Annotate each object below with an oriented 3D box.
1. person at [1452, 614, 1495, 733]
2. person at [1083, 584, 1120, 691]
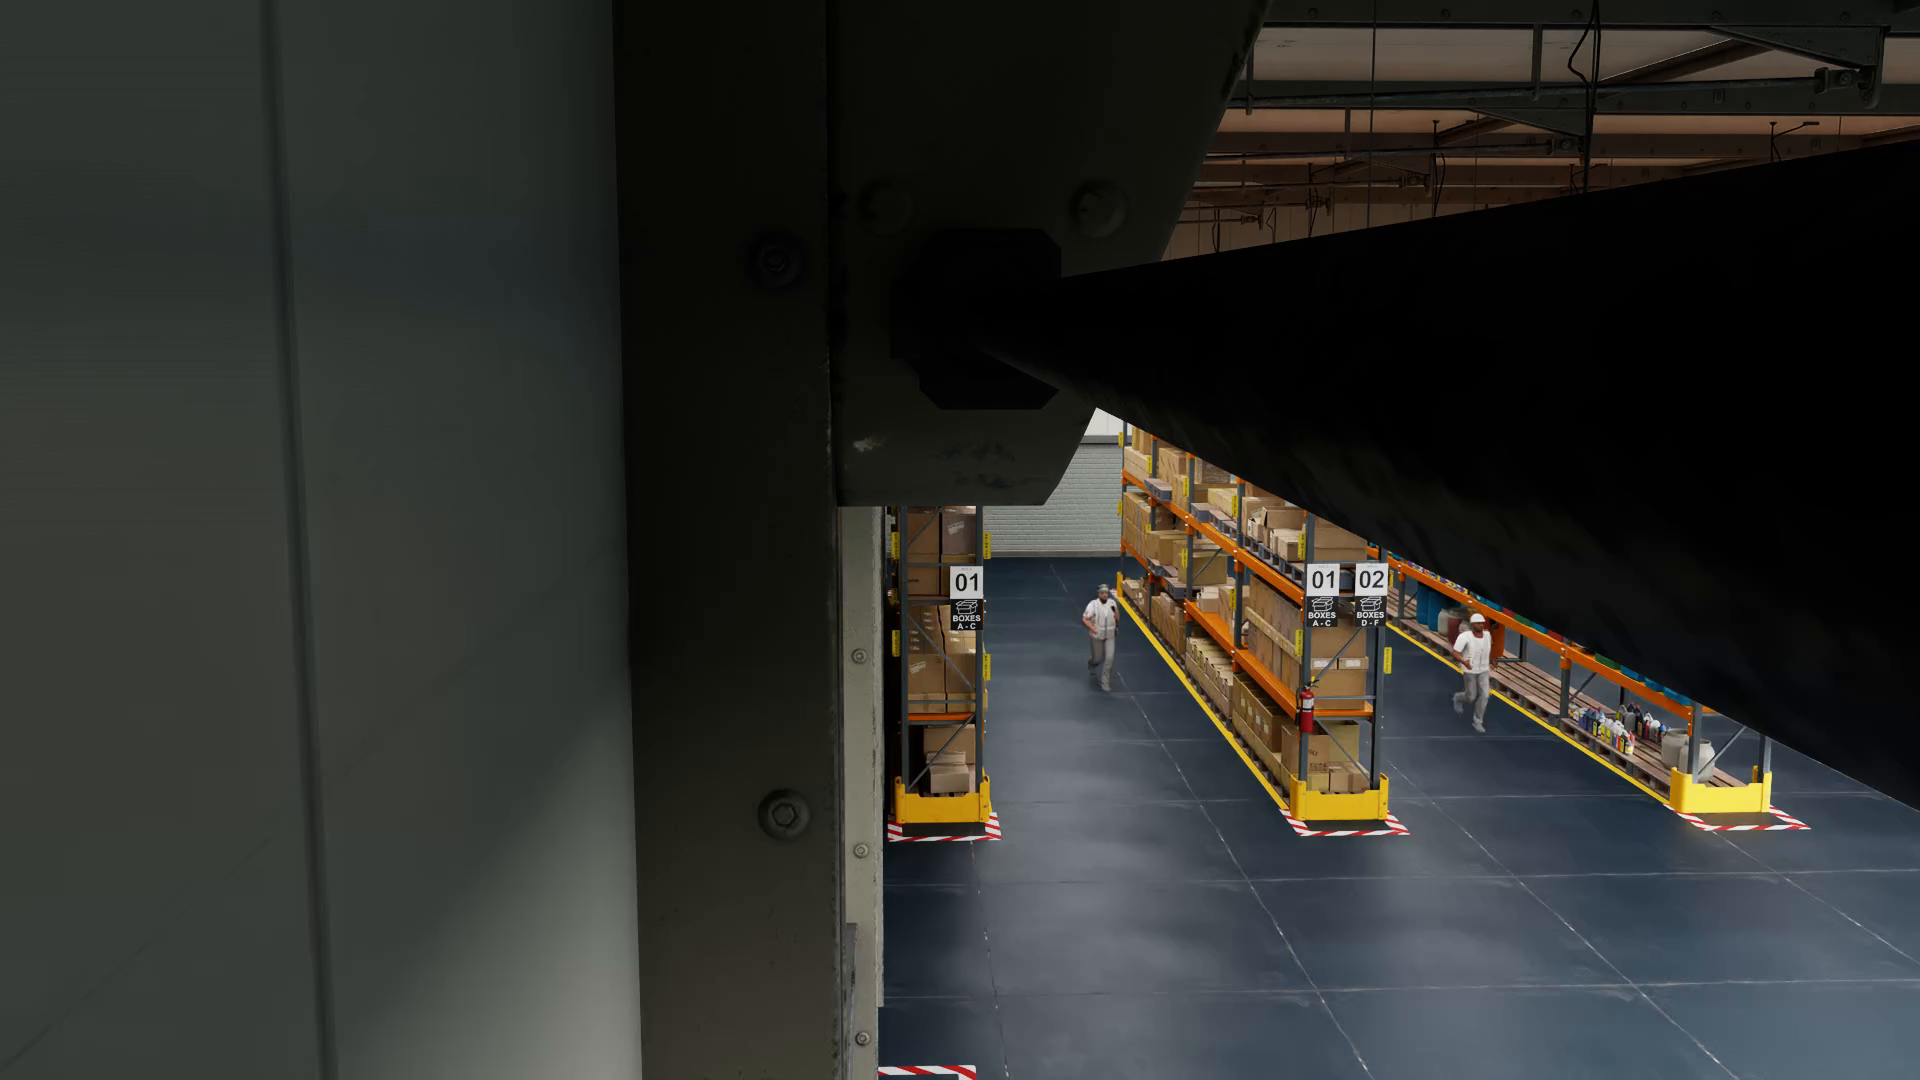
[{"bbox_3d":[7.757,1.972,25.102,0.709,1.764,0.824,-2,8,-11],"label":"person"},{"bbox_3d":[2.369,1.600,27.756,0.672,1.786,0.814,-2,8,-11],"label":"person"}]
